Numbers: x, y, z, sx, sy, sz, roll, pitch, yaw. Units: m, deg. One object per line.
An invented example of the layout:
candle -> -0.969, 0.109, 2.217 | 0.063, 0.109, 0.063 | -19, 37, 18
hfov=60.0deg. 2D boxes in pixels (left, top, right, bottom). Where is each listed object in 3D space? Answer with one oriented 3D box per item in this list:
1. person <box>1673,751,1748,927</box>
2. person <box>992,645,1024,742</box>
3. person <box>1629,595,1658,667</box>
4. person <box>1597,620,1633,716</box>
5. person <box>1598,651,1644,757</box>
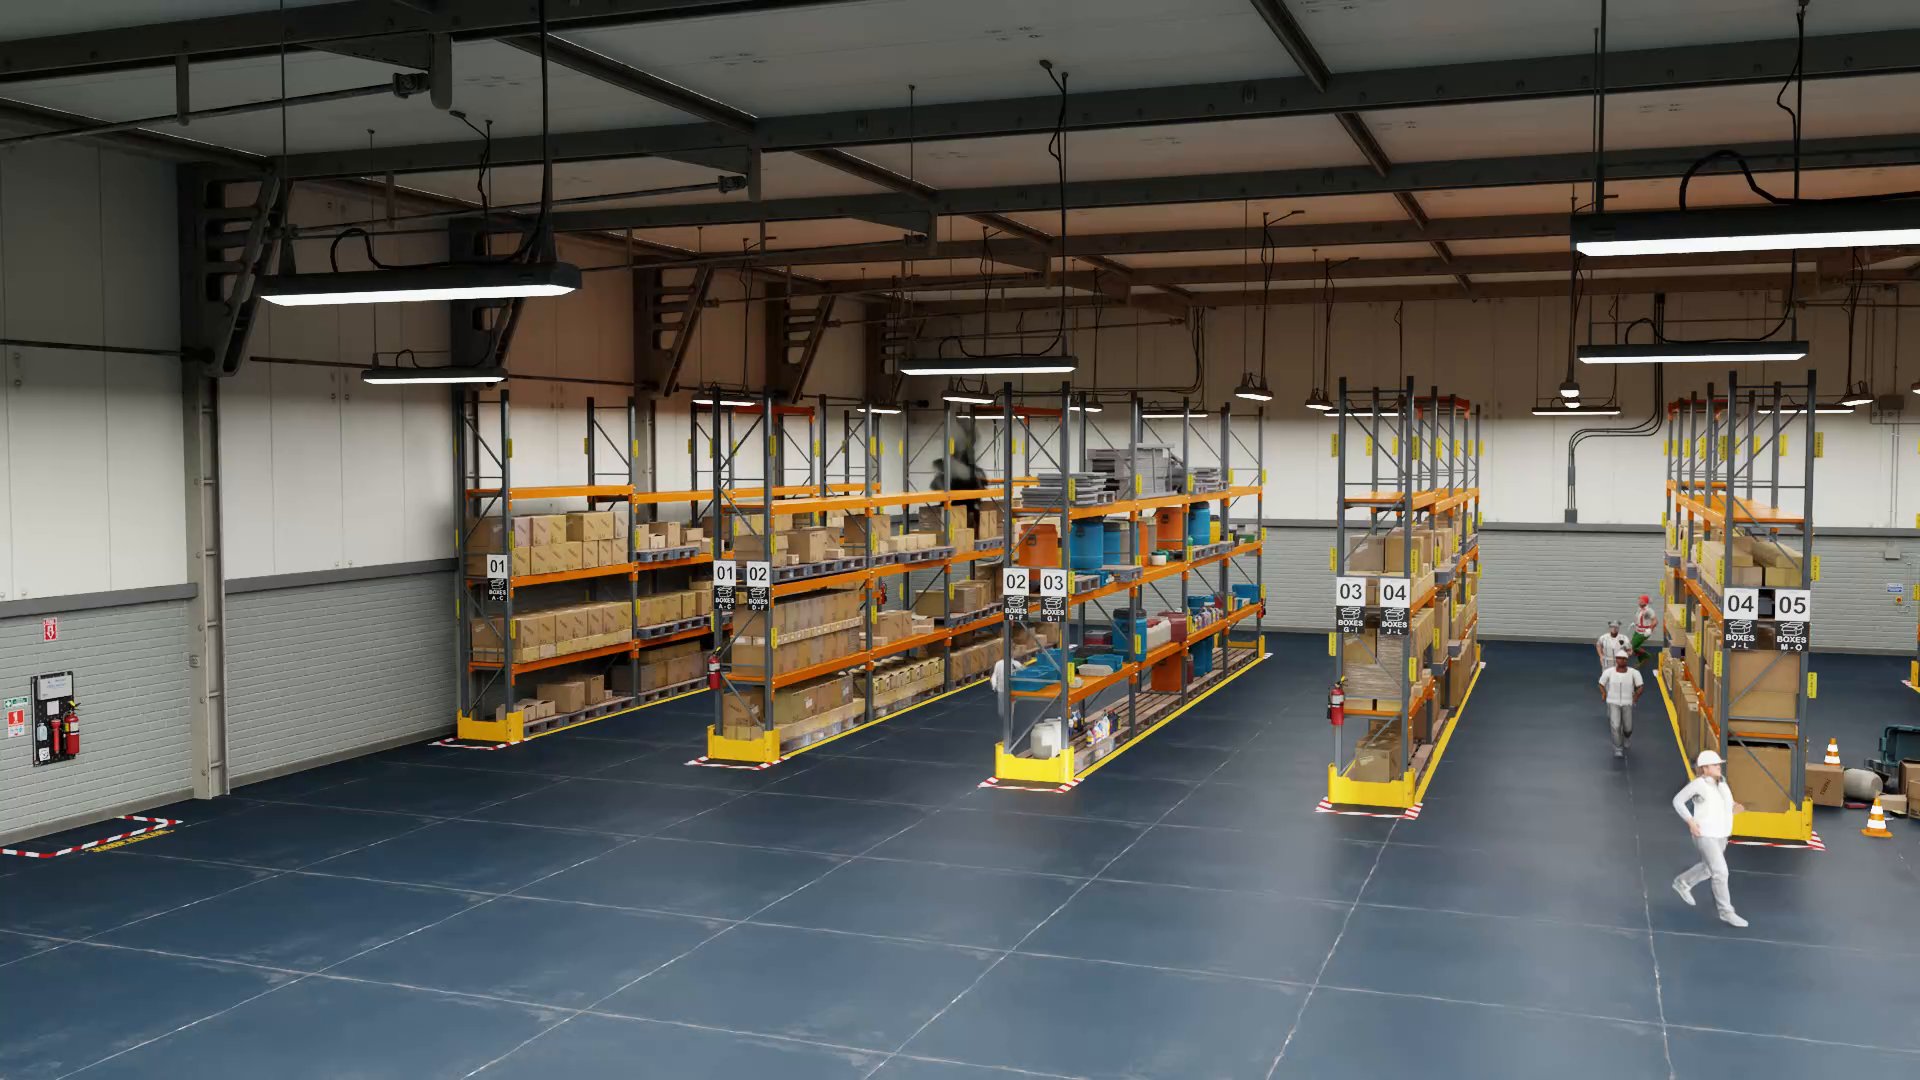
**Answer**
person -> 7.969, 3.118, 17.654 | 0.655, 1.762, 0.964 | -2, 4, -32
person -> 0.836, 2.612, 28.507 | 0.617, 1.682, 0.747 | 1, 3, 15
person -> 15.510, 2.088, 37.814 | 0.545, 1.691, 0.767 | 0, 3, 1
person -> 12.435, 2.401, 31.574 | 0.632, 1.795, 1.127 | 1, 3, 16
person -> 10.742, 2.652, 27.053 | 0.700, 1.719, 0.625 | 1, 3, 21
